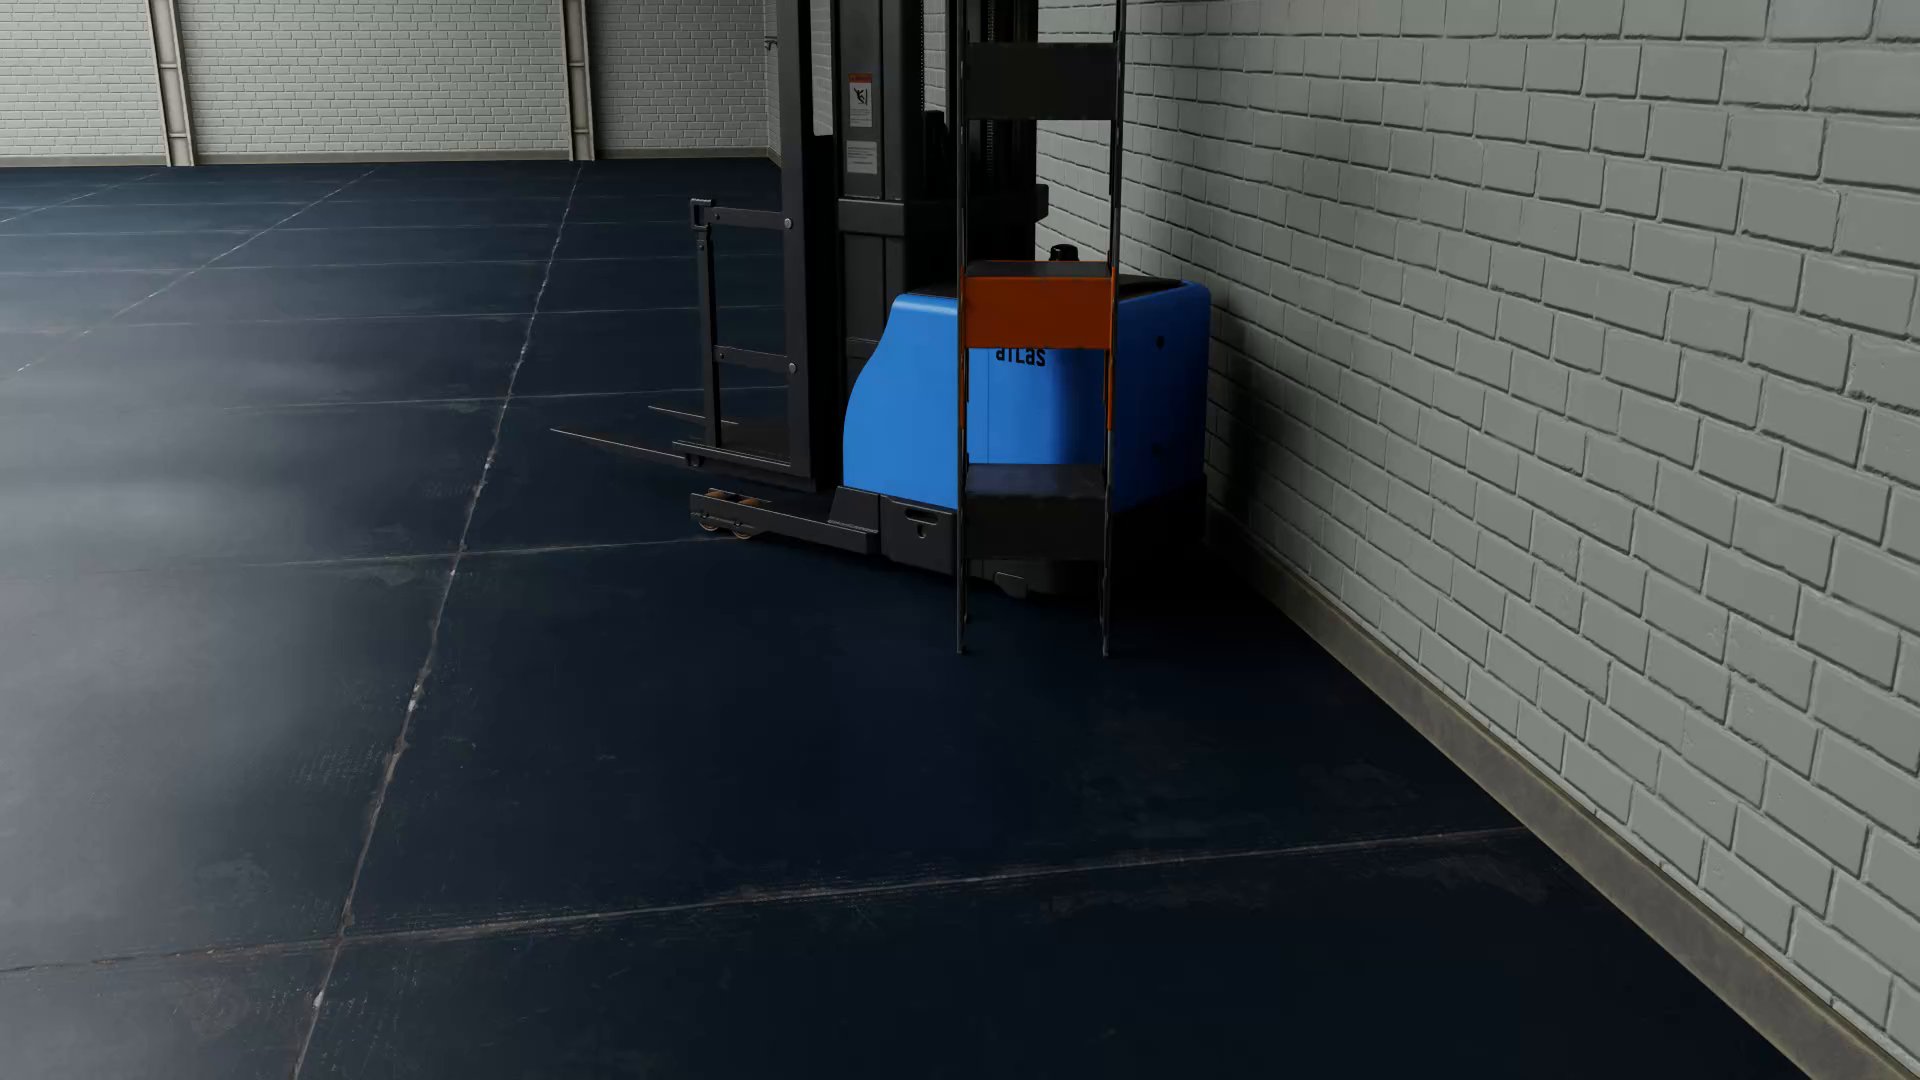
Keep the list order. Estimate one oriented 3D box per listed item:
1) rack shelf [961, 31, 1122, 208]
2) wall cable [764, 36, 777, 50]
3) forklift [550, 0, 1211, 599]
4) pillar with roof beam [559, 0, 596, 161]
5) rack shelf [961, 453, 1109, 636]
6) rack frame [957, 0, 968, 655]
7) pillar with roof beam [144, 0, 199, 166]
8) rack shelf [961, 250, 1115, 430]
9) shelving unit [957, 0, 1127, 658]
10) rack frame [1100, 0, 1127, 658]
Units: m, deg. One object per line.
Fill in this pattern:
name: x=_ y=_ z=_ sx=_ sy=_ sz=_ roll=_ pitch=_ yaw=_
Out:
rack shelf: x=0.252 y=-1.330 z=5.228 sx=0.480 sy=0.518 sz=0.431 roll=1 pitch=17 yaw=3
wall cable: x=-2.902 y=-8.691 z=25.071 sx=0.112 sy=2.526 sz=3.097 roll=-3 pitch=17 yaw=-10
forklift: x=-0.502 y=-1.513 z=6.746 sx=3.031 sy=2.935 sz=1.130 roll=13 pitch=21 yaw=35
pillar with roof beam: x=-5.229 y=-9.152 z=21.281 sx=0.400 sy=9.000 sz=9.100 roll=-3 pitch=17 yaw=-10
rack shelf: x=0.252 y=0.008 z=5.639 sx=0.480 sy=0.518 sz=0.431 roll=1 pitch=17 yaw=3
rack frame: x=0.008 y=-0.677 z=5.440 sx=0.015 sy=2.100 sz=0.400 roll=1 pitch=17 yaw=3
pillar with roof beam: x=-11.120 y=-8.818 z=20.193 sx=0.400 sy=9.000 sz=9.100 roll=-3 pitch=17 yaw=-10
rack shelf: x=0.252 y=-0.661 z=5.434 sx=0.480 sy=0.518 sz=0.431 roll=1 pitch=17 yaw=3
shelving unit: x=0.252 y=-0.674 z=5.430 sx=0.503 sy=2.100 sz=0.431 roll=1 pitch=17 yaw=3
rack frame: x=0.496 y=-0.671 z=5.419 sx=0.015 sy=2.100 sz=0.400 roll=1 pitch=17 yaw=3
